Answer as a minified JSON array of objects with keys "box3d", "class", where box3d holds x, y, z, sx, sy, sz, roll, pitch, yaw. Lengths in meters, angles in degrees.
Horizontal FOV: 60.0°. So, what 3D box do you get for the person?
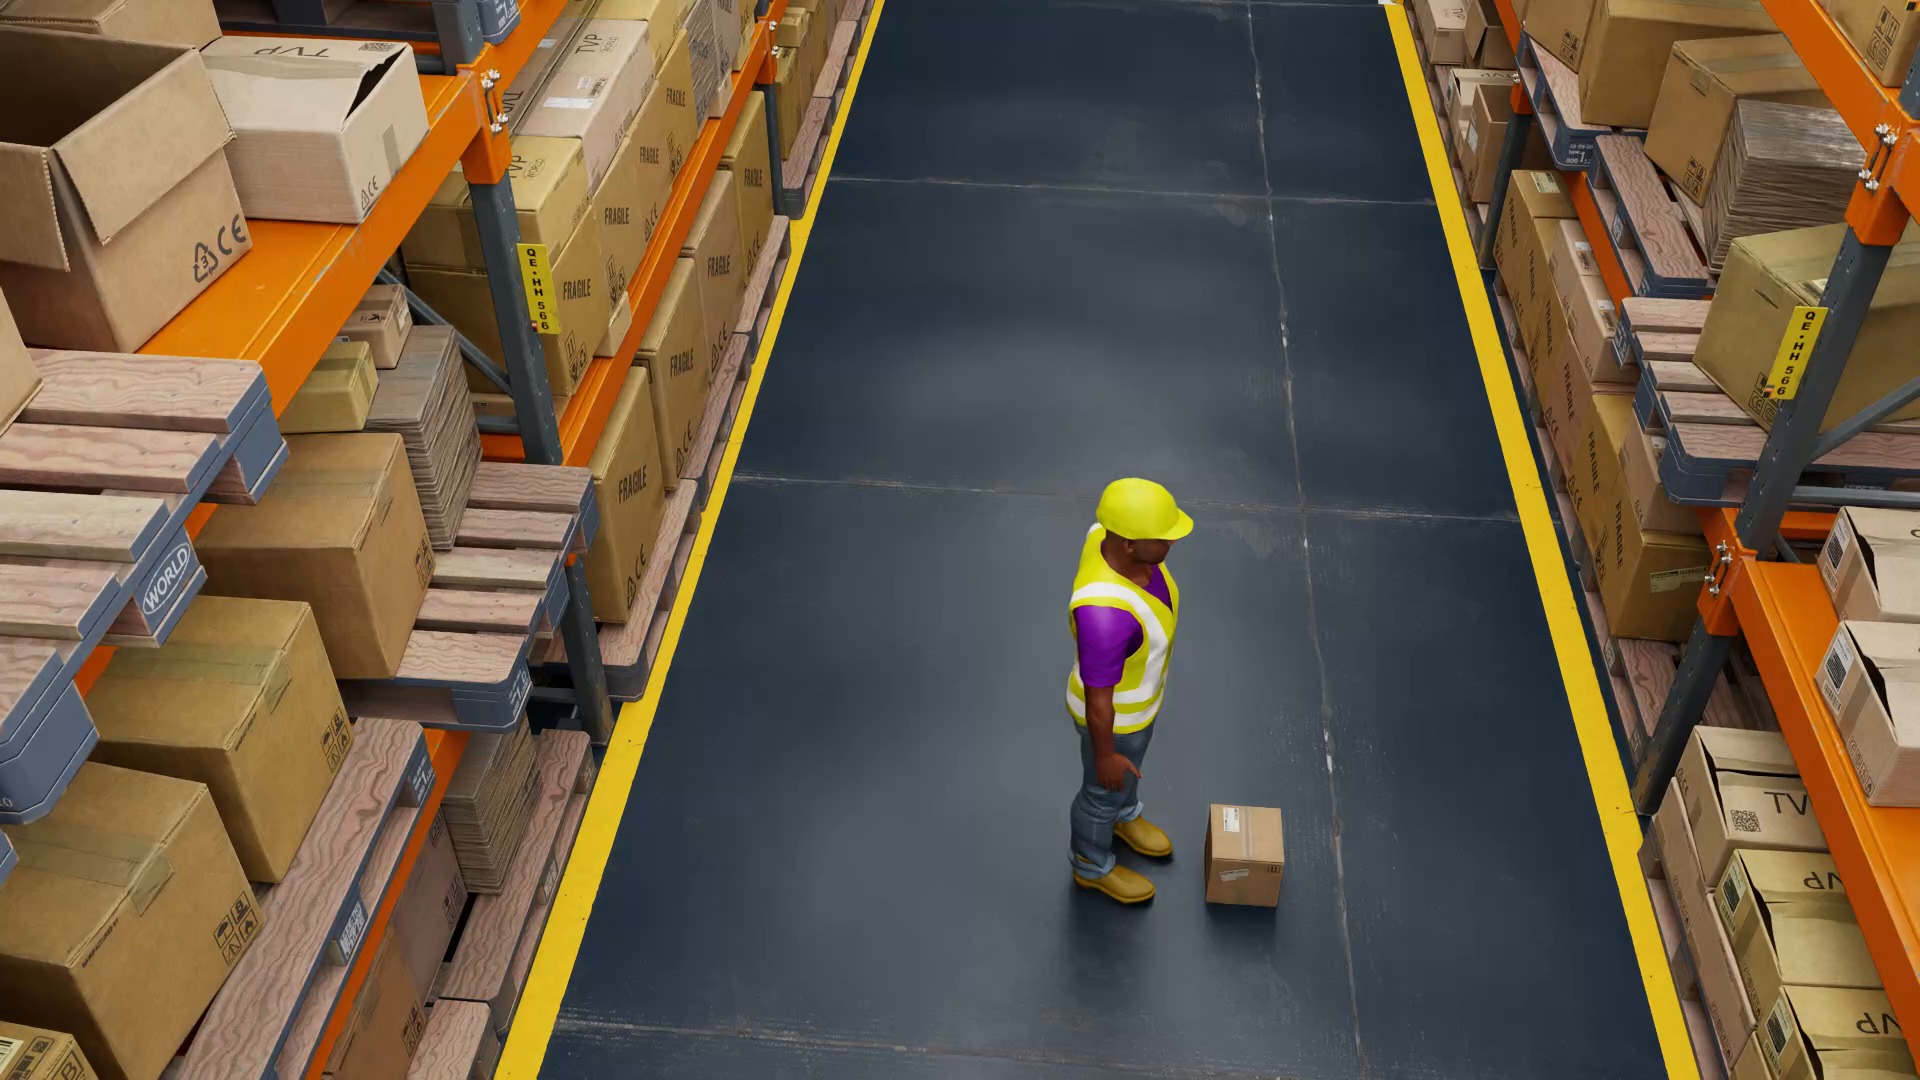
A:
[{"box3d":[0.553,0.522,5.493,0.408,1.770,0.606,9,41,11],"class":"person"}]
